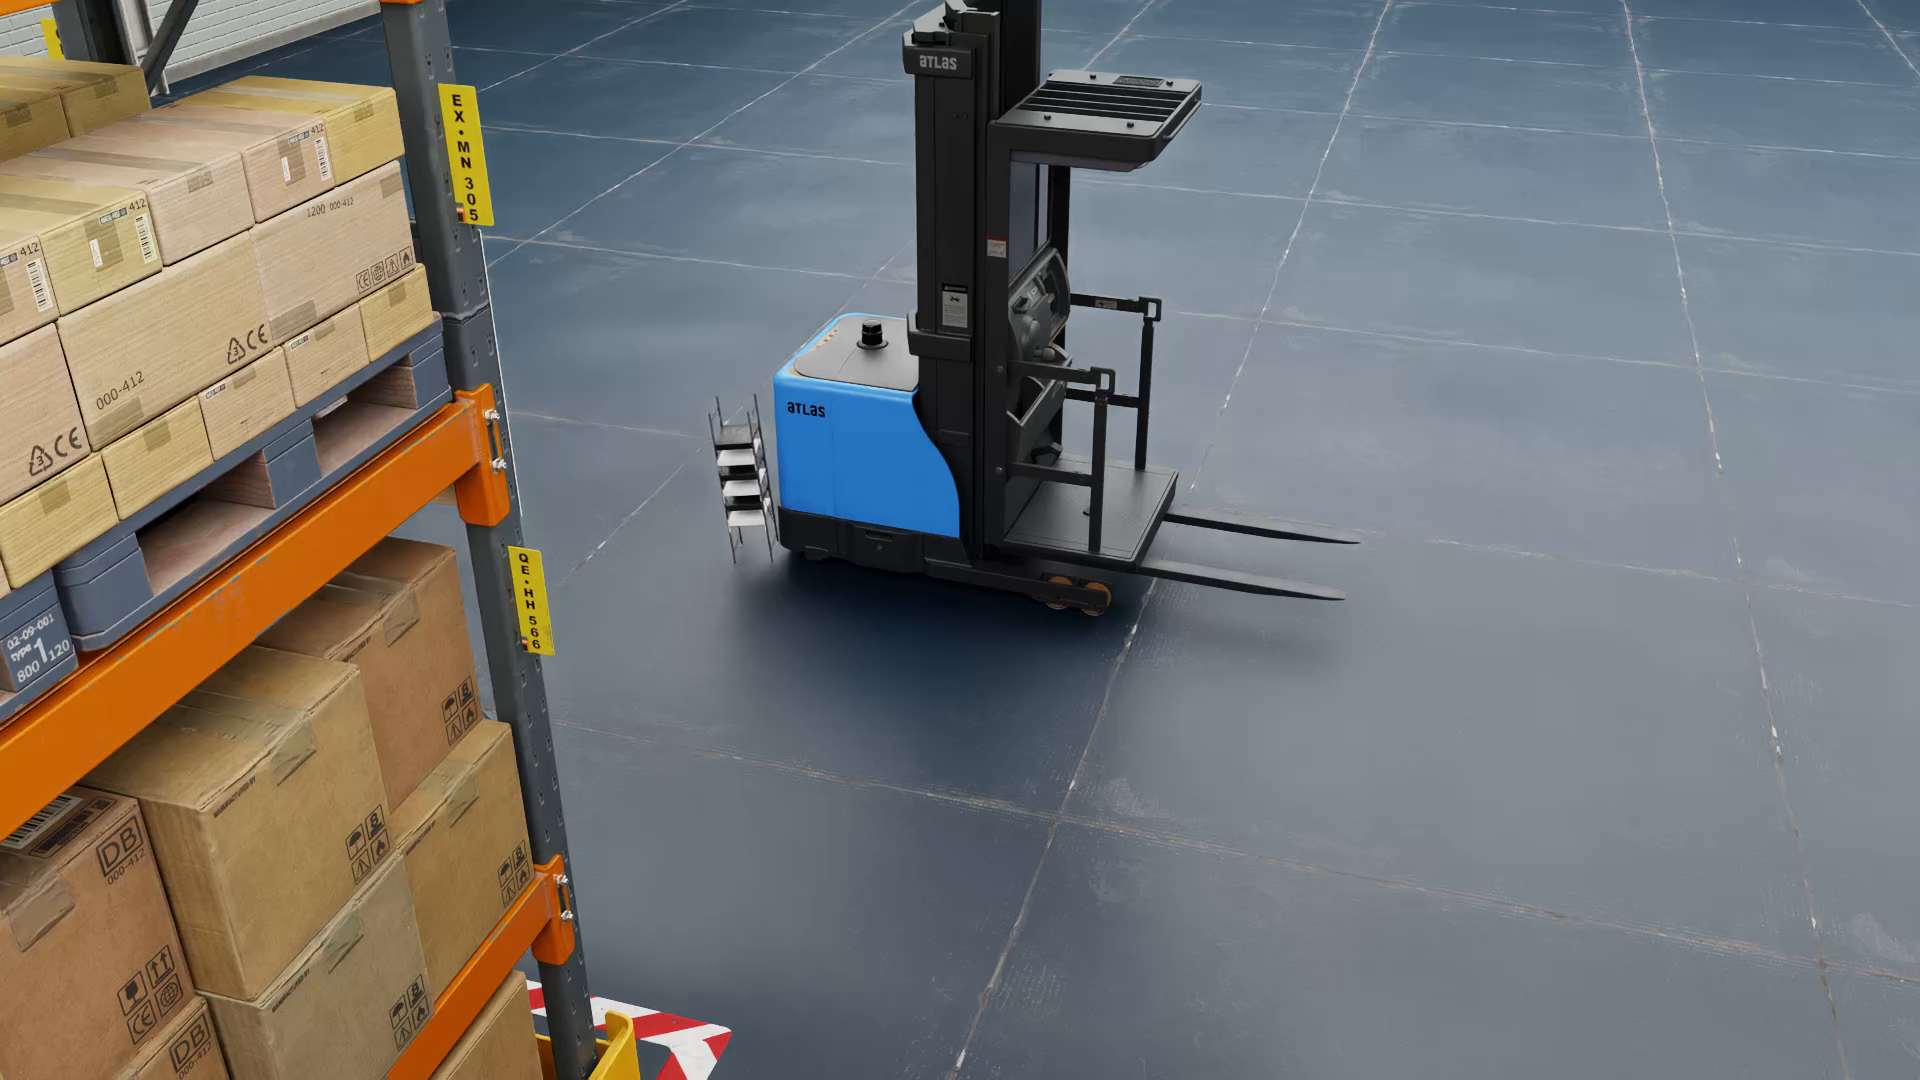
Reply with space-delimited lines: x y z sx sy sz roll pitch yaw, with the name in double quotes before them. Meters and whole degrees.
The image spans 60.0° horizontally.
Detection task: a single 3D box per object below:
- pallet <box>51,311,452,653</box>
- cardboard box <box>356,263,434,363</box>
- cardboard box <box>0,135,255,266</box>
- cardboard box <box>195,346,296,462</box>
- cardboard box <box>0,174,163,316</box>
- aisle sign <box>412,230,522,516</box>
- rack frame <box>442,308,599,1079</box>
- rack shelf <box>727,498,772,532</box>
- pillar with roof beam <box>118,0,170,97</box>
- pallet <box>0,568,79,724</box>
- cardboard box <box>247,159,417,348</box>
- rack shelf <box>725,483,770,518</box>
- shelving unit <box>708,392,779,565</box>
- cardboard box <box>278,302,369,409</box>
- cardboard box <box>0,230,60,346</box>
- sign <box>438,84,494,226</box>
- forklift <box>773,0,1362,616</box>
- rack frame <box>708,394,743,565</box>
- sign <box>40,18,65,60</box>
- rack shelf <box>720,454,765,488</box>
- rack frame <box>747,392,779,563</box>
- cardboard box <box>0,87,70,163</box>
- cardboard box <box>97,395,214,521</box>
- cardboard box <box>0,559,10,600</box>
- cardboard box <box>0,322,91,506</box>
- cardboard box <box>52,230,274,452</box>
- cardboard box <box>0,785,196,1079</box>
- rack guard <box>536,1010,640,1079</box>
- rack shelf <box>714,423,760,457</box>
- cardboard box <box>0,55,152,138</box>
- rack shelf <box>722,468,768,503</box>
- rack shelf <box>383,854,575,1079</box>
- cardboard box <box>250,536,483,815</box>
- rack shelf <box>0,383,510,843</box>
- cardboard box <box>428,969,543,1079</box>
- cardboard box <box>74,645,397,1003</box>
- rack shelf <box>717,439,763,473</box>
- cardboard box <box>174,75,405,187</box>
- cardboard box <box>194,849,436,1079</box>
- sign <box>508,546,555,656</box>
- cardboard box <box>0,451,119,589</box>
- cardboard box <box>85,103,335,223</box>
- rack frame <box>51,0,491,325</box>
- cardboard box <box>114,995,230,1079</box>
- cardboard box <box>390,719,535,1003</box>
"pallet" -1.867 -0.235 3.593 1.003 0.211 1.213 8 30 15
"cardboard box" -1.433 -0.535 3.764 0.380 0.149 0.250 8 30 15
"cardboard box" -1.584 -0.646 3.144 0.380 0.149 0.250 9 30 16
"cardboard box" -1.582 -0.298 3.339 0.380 0.149 0.250 9 30 16
"cardboard box" -1.658 -0.526 2.927 0.380 0.149 0.250 9 30 16
"aisle sign" -1.352 -0.436 4.273 0.394 0.787 0.004 8 30 15
"rack frame" -1.659 0.691 4.923 1.000 3.000 0.127 8 30 15
"rack shelf" -1.132 -0.137 8.992 0.200 0.077 0.258 -3 29 5
"pillar with roof beam" -4.595 -8.064 14.490 9.100 9.000 0.400 8 30 15
"pallet" -2.223 0.334 2.571 1.003 0.211 1.213 8 30 15
"cardboard box" -1.536 -0.645 3.551 0.500 0.250 0.500 9 30 16
"rack shelf" -1.140 -0.215 8.948 0.200 0.077 0.258 -3 29 5
"shelving unit" -1.151 -0.323 8.889 0.210 0.900 0.258 -3 29 5
"cardboard box" -1.508 -0.418 3.554 0.380 0.149 0.250 9 30 15
"cardboard box" -1.733 -0.410 2.719 0.380 0.149 0.250 9 30 15
"sign" -1.145 -0.889 3.847 0.100 0.325 0.005 8 30 15
"forklift" 0.589 -1.183 8.361 3.031 2.935 1.130 9 30 16
"rack frame" -1.252 -0.318 8.898 0.006 0.900 0.240 -3 29 5
"sign" -2.188 -1.119 4.110 0.100 0.325 0.005 8 30 15
"rack shelf" -1.155 -0.372 8.862 0.200 0.077 0.258 -3 29 5
"rack frame" -1.049 -0.328 8.880 0.006 0.900 0.240 -3 29 5
"cardboard box" -2.136 -0.860 3.528 0.380 0.149 0.250 9 30 15
"cardboard box" -1.657 -0.181 3.128 0.380 0.149 0.250 9 30 15
"cardboard box" -1.806 0.056 2.703 0.380 0.149 0.250 9 30 15
"cardboard box" -1.832 -0.179 2.714 0.500 0.250 0.500 8 30 15
"cardboard box" -1.683 -0.412 3.133 0.500 0.250 0.500 9 30 15
"cardboard box" -2.173 0.830 3.408 0.875 0.550 0.550 8 30 15
"rack guard" -1.652 1.772 5.551 1.175 0.500 0.348 8 30 15
"rack shelf" -1.171 -0.529 8.775 0.200 0.077 0.258 -3 29 5
"cardboard box" -2.061 -0.976 3.738 0.380 0.149 0.250 9 30 15
"rack shelf" -1.148 -0.294 8.905 0.200 0.077 0.258 -3 29 5
"rack shelf" -2.246 1.934 3.427 1.077 0.370 4.000 8 30 15
"cardboard box" -1.805 0.320 4.324 0.875 0.550 0.550 8 30 15
"rack shelf" -2.246 0.624 2.698 1.077 0.370 4.000 8 30 15
"cardboard box" -1.795 1.760 4.754 0.875 0.875 0.875 9 30 15
"cardboard box" -1.878 0.589 3.841 0.875 0.550 0.550 8 30 15
"rack shelf" -1.163 -0.451 8.819 0.200 0.077 0.258 -3 29 5
"cardboard box" -1.434 -0.881 3.566 0.380 0.149 0.250 9 30 15
"cardboard box" -1.865 1.063 4.100 0.875 0.550 0.550 8 30 15
"sign" -1.145 0.165 4.433 0.100 0.325 0.005 8 30 15
"cardboard box" -1.732 -0.062 2.913 0.380 0.149 0.250 8 30 14
"cardboard box" -1.508 -0.765 3.358 0.380 0.149 0.250 9 30 15
"rack frame" -1.659 -1.931 3.465 1.000 3.000 0.127 8 30 15
"cardboard box" -2.150 1.305 3.664 0.875 0.550 0.550 8 30 15
"cardboard box" -1.725 0.804 4.565 0.875 0.550 0.550 8 30 15
